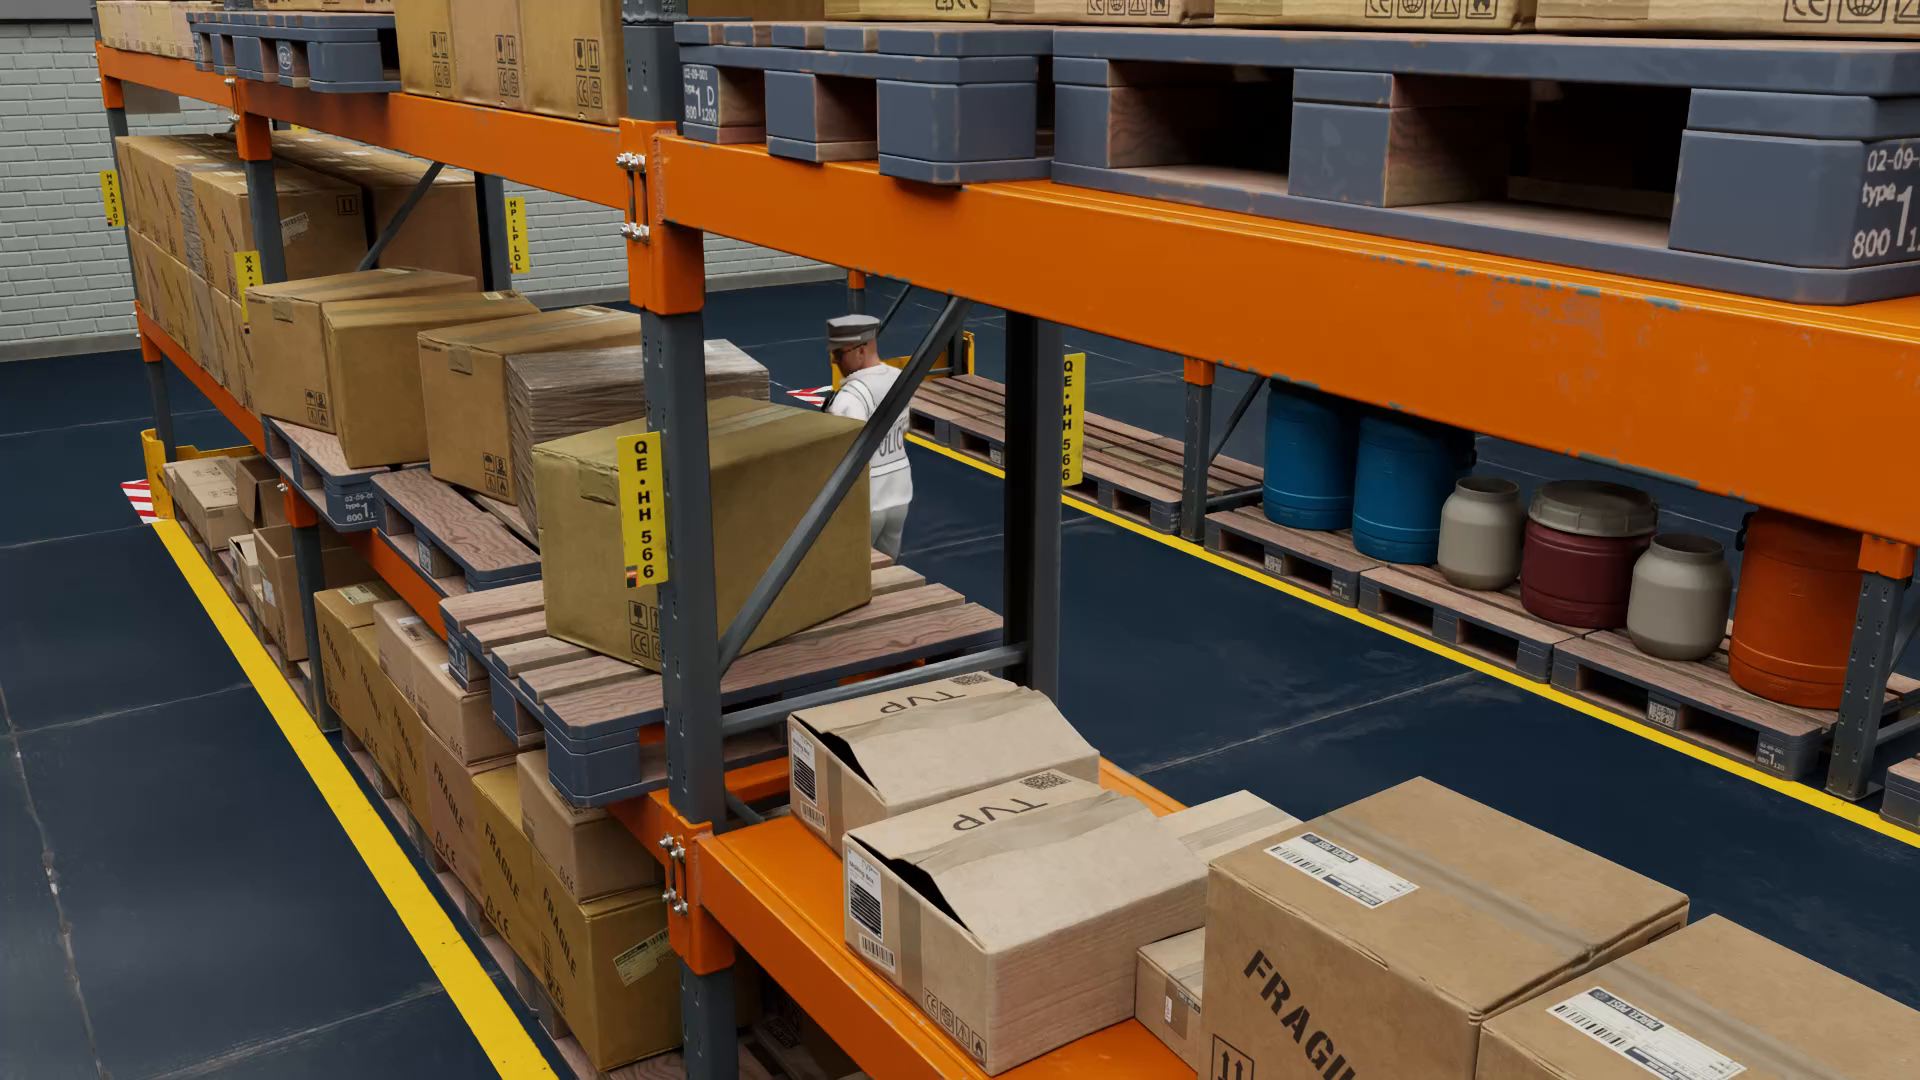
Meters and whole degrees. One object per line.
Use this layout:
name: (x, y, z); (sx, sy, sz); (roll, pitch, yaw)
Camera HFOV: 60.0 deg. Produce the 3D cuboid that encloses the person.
person: (-0.404, -0.147, 7.486); (0.722, 1.742, 0.547); (13, 22, 34)
